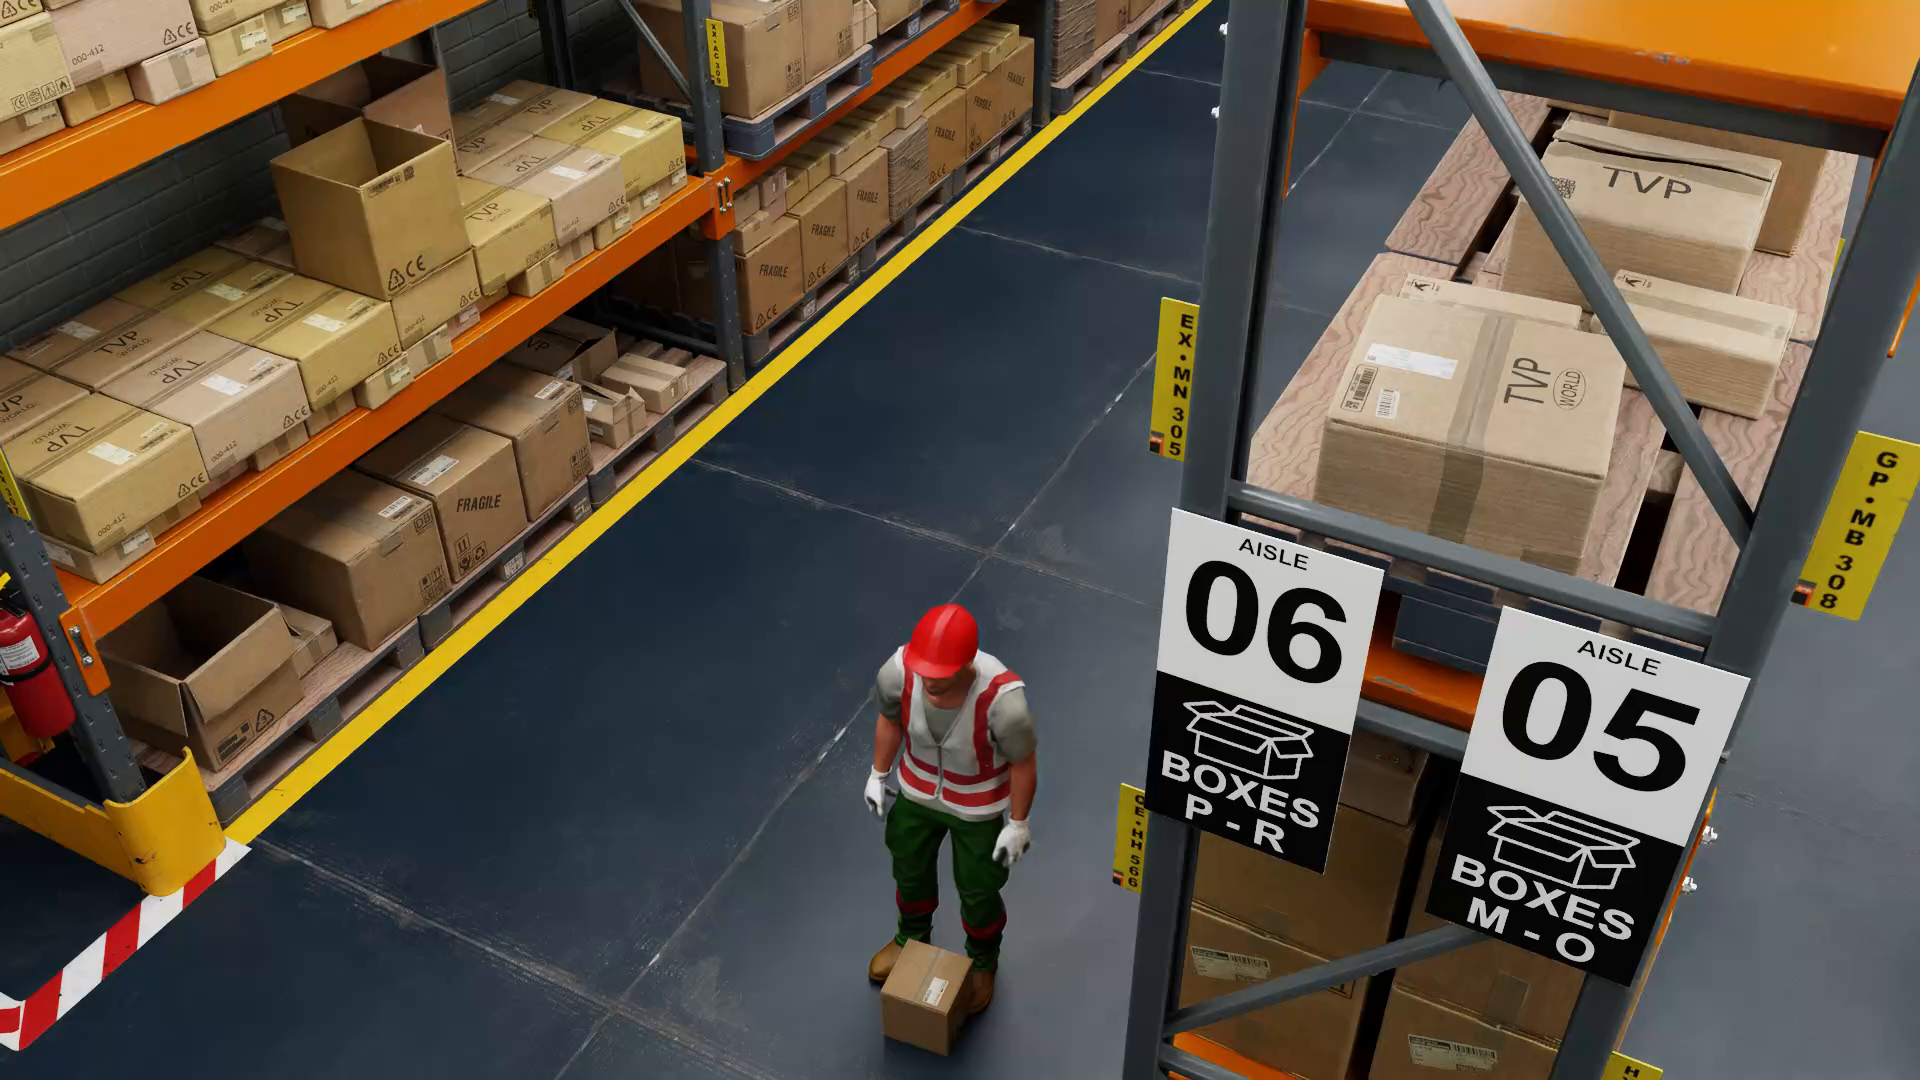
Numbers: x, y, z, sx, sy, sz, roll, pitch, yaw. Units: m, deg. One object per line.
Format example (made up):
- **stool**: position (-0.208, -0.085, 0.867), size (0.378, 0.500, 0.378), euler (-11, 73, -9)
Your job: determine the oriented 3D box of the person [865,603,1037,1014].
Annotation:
- **person**: position (-0.039, 0.884, 5.590), size (0.607, 1.779, 0.451), euler (16, 40, 20)
